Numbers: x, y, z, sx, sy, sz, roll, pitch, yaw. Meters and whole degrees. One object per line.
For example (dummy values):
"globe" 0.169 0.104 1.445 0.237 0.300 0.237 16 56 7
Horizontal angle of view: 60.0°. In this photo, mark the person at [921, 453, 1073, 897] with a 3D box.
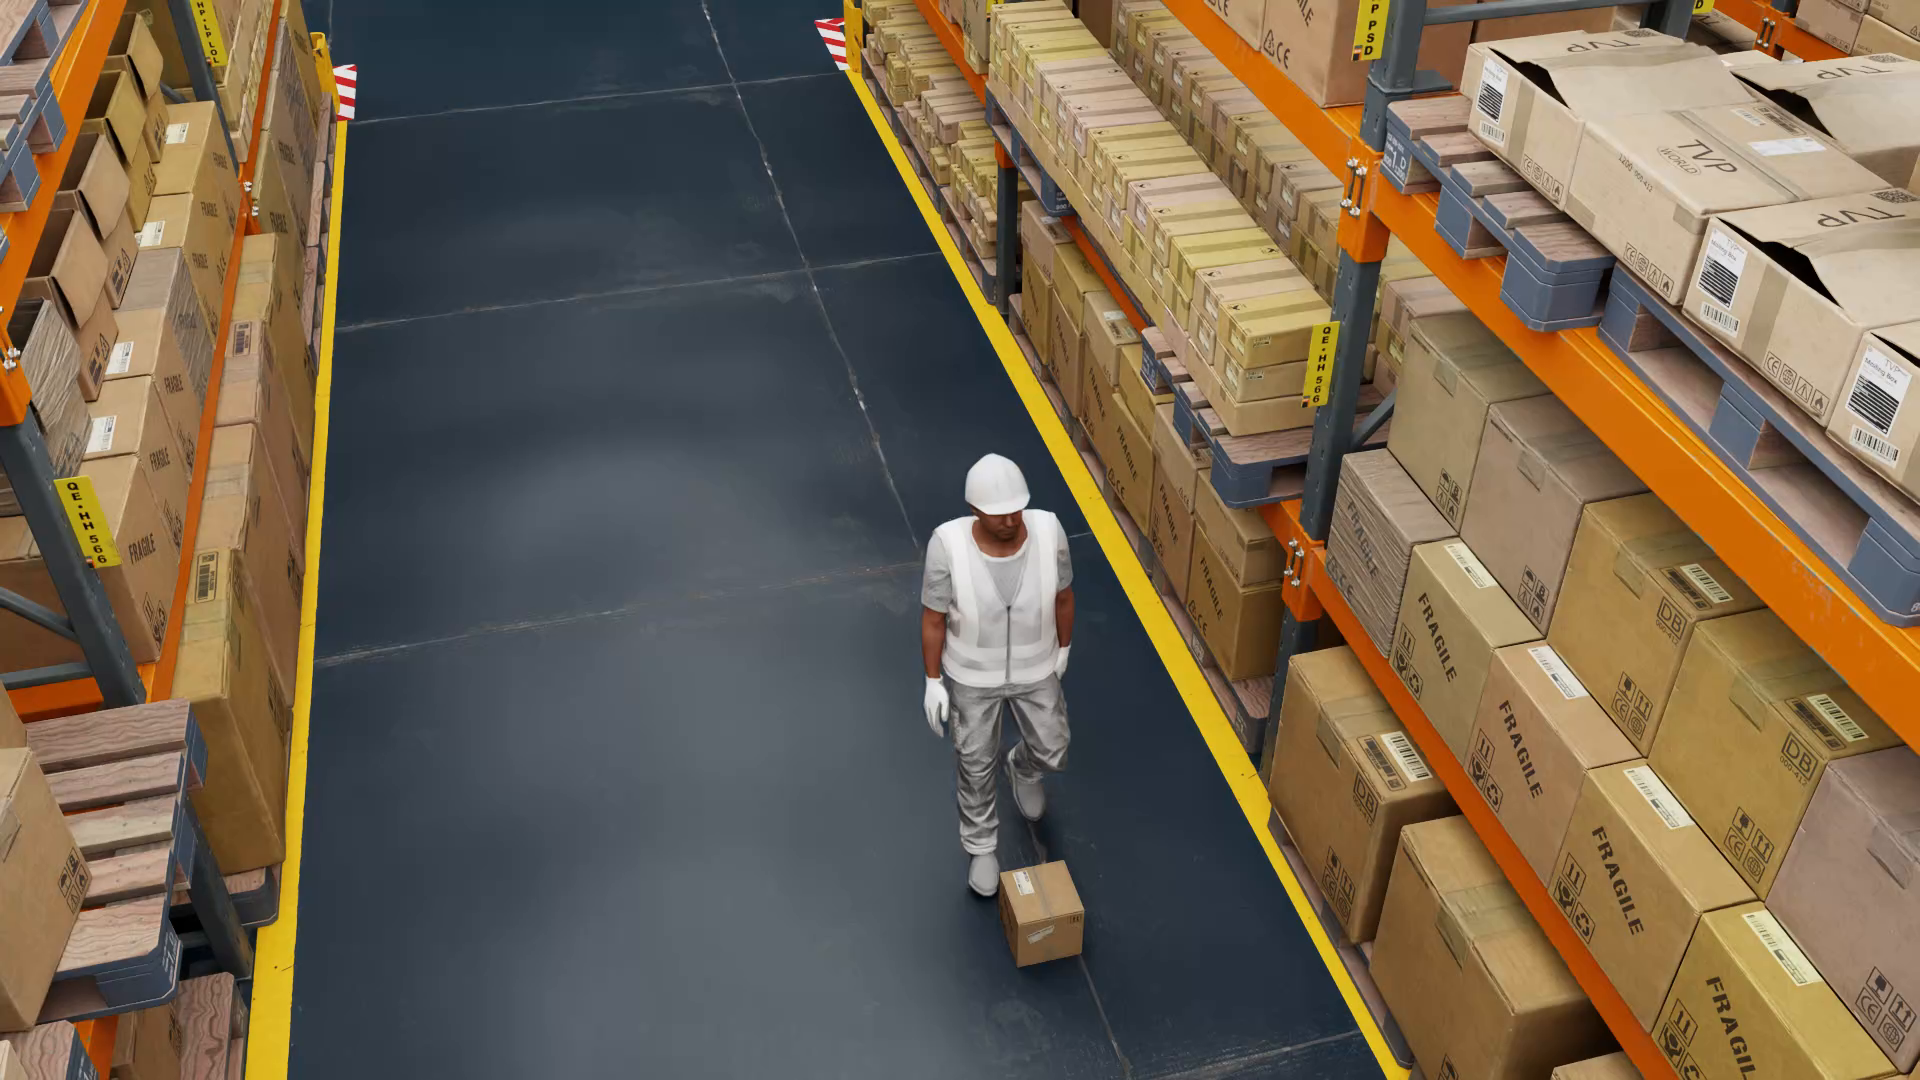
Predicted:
"person" 0.142 0.487 6.043 0.576 1.781 0.615 -6 38 -8
